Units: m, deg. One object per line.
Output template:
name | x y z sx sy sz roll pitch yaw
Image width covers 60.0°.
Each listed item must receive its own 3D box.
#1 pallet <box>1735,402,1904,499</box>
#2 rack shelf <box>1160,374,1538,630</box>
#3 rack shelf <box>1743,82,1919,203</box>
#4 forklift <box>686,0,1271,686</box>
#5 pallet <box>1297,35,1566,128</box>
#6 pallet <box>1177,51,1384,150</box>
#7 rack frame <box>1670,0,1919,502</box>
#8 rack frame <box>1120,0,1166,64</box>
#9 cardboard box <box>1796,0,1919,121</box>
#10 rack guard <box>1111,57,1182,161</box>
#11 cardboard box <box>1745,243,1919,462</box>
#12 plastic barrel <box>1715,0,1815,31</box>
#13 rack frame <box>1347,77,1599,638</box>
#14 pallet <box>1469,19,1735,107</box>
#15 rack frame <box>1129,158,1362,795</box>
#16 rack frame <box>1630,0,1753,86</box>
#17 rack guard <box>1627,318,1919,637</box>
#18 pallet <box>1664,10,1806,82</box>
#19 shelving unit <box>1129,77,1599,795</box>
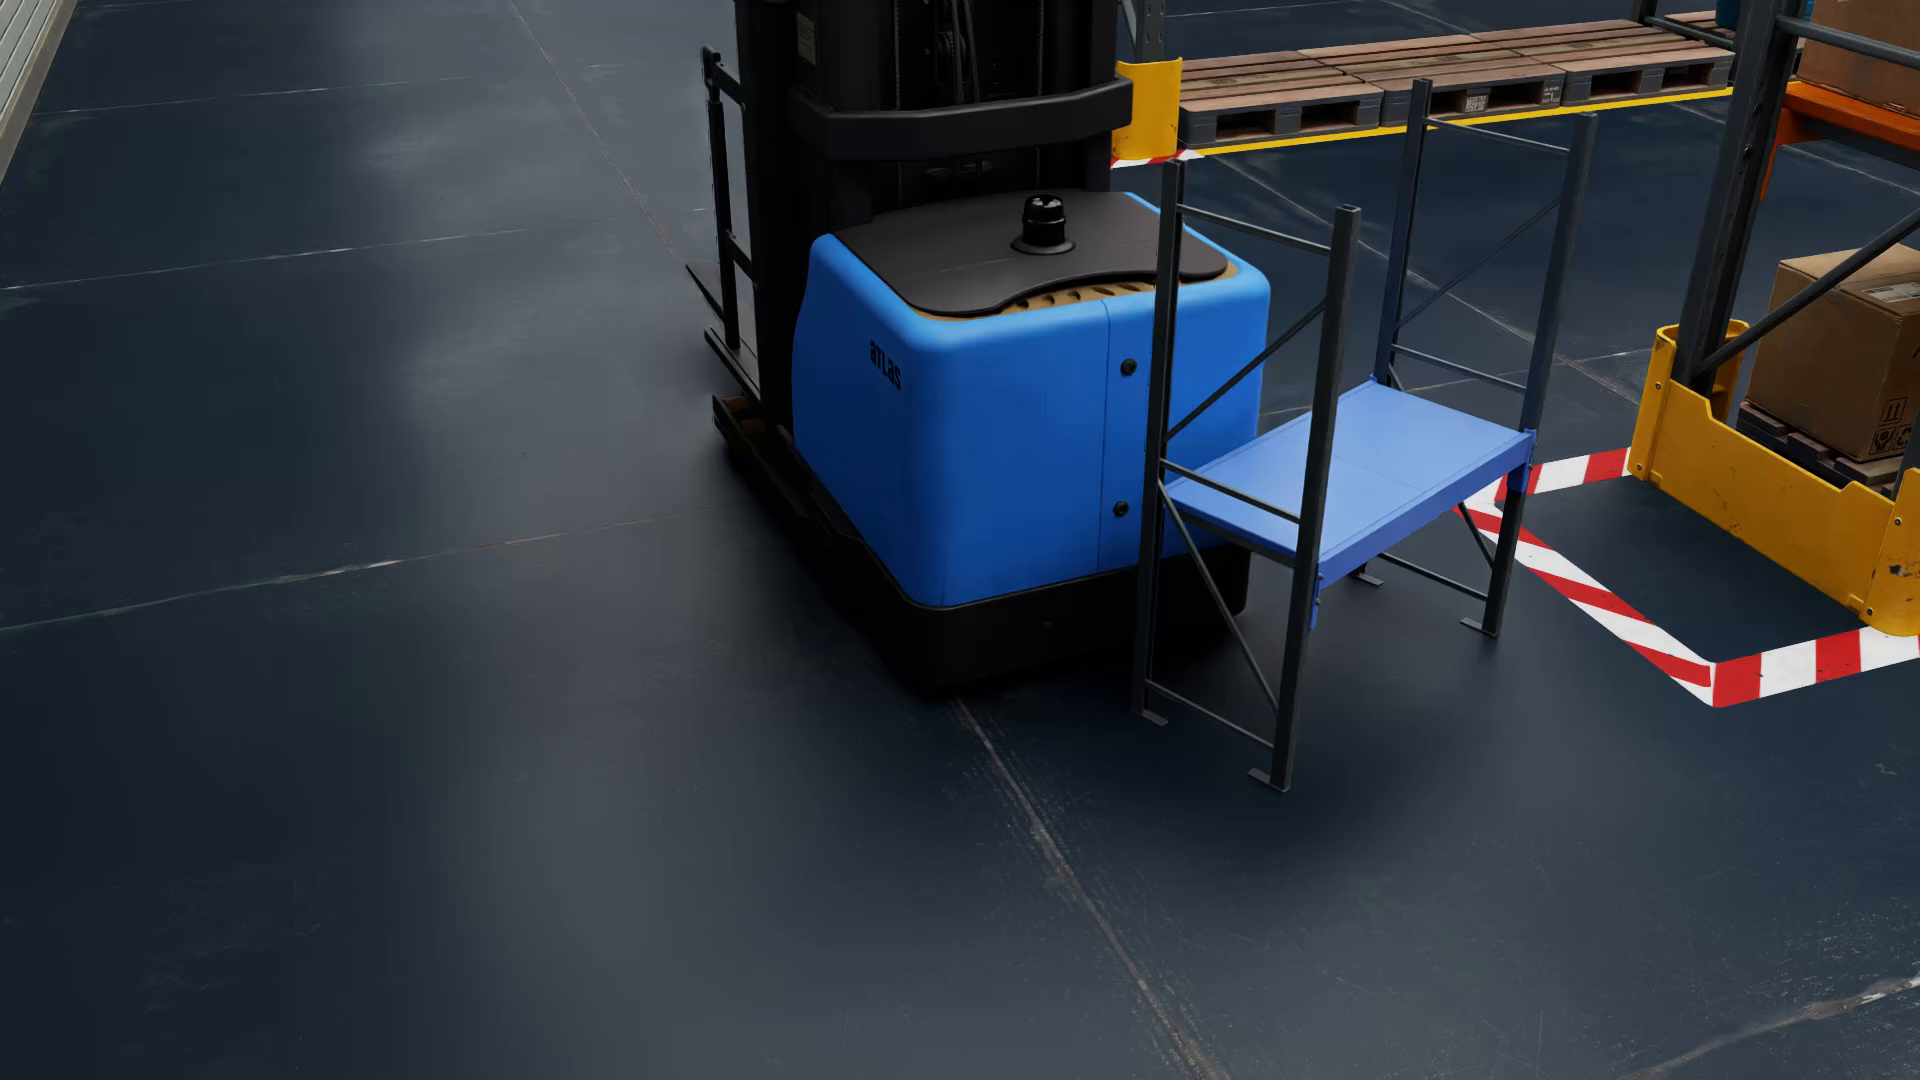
pallet | 3.368 -0.244 5.465 1.213 0.211 1.003 -10 31 -18
rack shelf | 1.002 -0.131 4.329 1.000 0.185 0.538 -26 39 -38
rack shelf | 4.424 -1.337 5.293 4.000 0.370 1.077 -10 31 -18
forklift | -0.217 -1.597 5.093 1.130 2.935 3.031 -12 32 -20
pallet | 2.754 -2.724 9.819 1.213 0.211 1.003 -10 31 -18
pallet | 1.612 -2.516 9.452 1.213 0.211 1.003 -10 31 -18
rack frame | 2.550 -1.304 4.509 0.127 3.000 1.000 -10 31 -18
rack frame | 0.826 -3.603 8.544 0.127 3.000 1.000 -10 31 -18
cardboard box | 2.875 -1.551 4.841 0.500 0.500 0.500 -9 31 -16
rack guard | 0.808 -2.507 9.145 0.348 0.500 1.175 -10 31 -18
cardboard box | 2.973 -0.617 5.384 0.500 0.500 0.500 -10 31 -18
plastic barrel | 5.091 -3.650 10.322 0.708 0.901 0.600 -10 31 -18
rack frame | 1.364 -0.464 4.549 0.032 1.500 0.500 -26 39 -38
pallet | 3.899 -2.937 10.192 1.213 0.211 1.003 -10 31 -18
rack frame | 0.639 -0.111 3.930 0.032 1.500 0.500 -26 39 -38
rack frame | 4.575 -4.293 9.756 0.127 3.000 1.000 -10 31 -18
rack guard | 2.621 -0.231 5.151 0.348 0.500 1.175 -10 31 -18
pallet | 5.313 -3.196 10.646 1.213 0.211 1.003 -10 31 -18
shelving unit | 1.002 -0.288 4.240 1.048 1.500 0.538 -26 39 -38
